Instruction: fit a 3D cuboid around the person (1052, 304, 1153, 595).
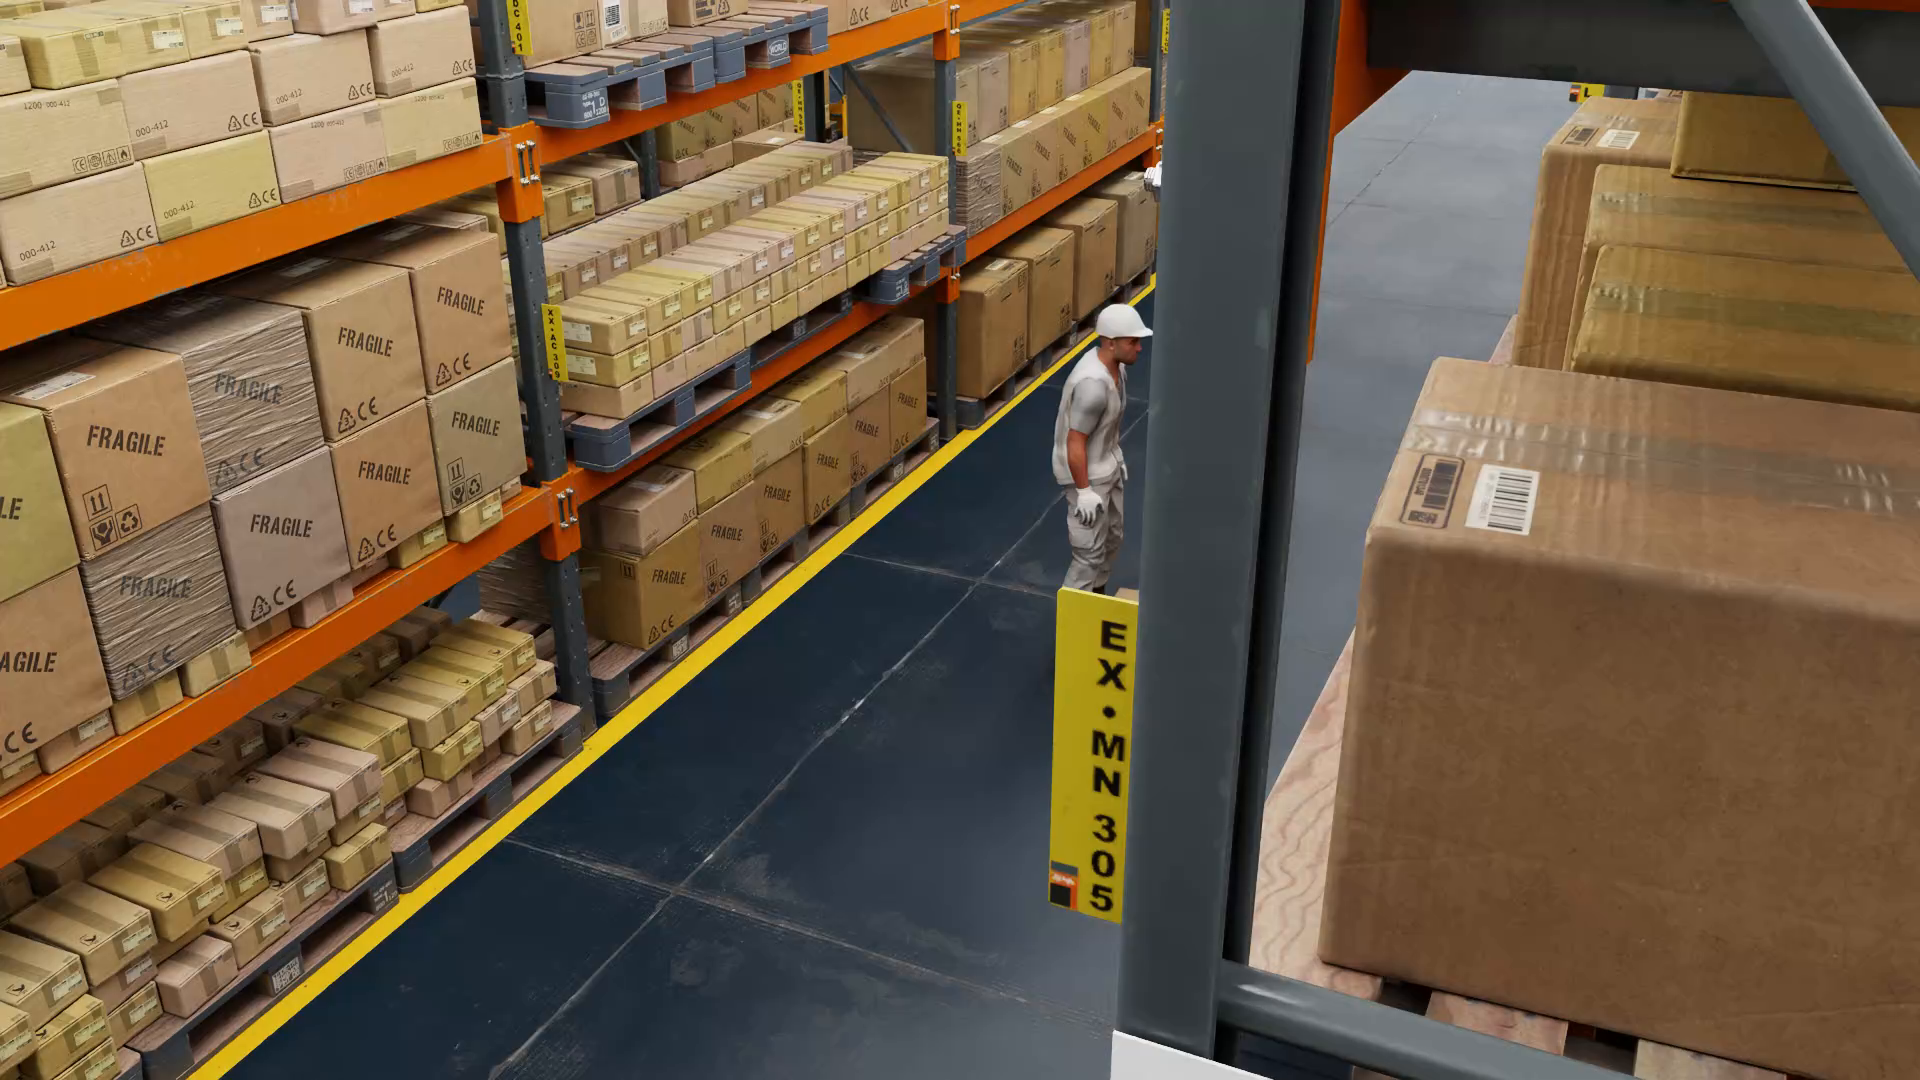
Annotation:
[{"bbox_3d":[0.692,-0.305,8.225,0.451,1.778,0.611,10,28,19],"label":"person"}]
